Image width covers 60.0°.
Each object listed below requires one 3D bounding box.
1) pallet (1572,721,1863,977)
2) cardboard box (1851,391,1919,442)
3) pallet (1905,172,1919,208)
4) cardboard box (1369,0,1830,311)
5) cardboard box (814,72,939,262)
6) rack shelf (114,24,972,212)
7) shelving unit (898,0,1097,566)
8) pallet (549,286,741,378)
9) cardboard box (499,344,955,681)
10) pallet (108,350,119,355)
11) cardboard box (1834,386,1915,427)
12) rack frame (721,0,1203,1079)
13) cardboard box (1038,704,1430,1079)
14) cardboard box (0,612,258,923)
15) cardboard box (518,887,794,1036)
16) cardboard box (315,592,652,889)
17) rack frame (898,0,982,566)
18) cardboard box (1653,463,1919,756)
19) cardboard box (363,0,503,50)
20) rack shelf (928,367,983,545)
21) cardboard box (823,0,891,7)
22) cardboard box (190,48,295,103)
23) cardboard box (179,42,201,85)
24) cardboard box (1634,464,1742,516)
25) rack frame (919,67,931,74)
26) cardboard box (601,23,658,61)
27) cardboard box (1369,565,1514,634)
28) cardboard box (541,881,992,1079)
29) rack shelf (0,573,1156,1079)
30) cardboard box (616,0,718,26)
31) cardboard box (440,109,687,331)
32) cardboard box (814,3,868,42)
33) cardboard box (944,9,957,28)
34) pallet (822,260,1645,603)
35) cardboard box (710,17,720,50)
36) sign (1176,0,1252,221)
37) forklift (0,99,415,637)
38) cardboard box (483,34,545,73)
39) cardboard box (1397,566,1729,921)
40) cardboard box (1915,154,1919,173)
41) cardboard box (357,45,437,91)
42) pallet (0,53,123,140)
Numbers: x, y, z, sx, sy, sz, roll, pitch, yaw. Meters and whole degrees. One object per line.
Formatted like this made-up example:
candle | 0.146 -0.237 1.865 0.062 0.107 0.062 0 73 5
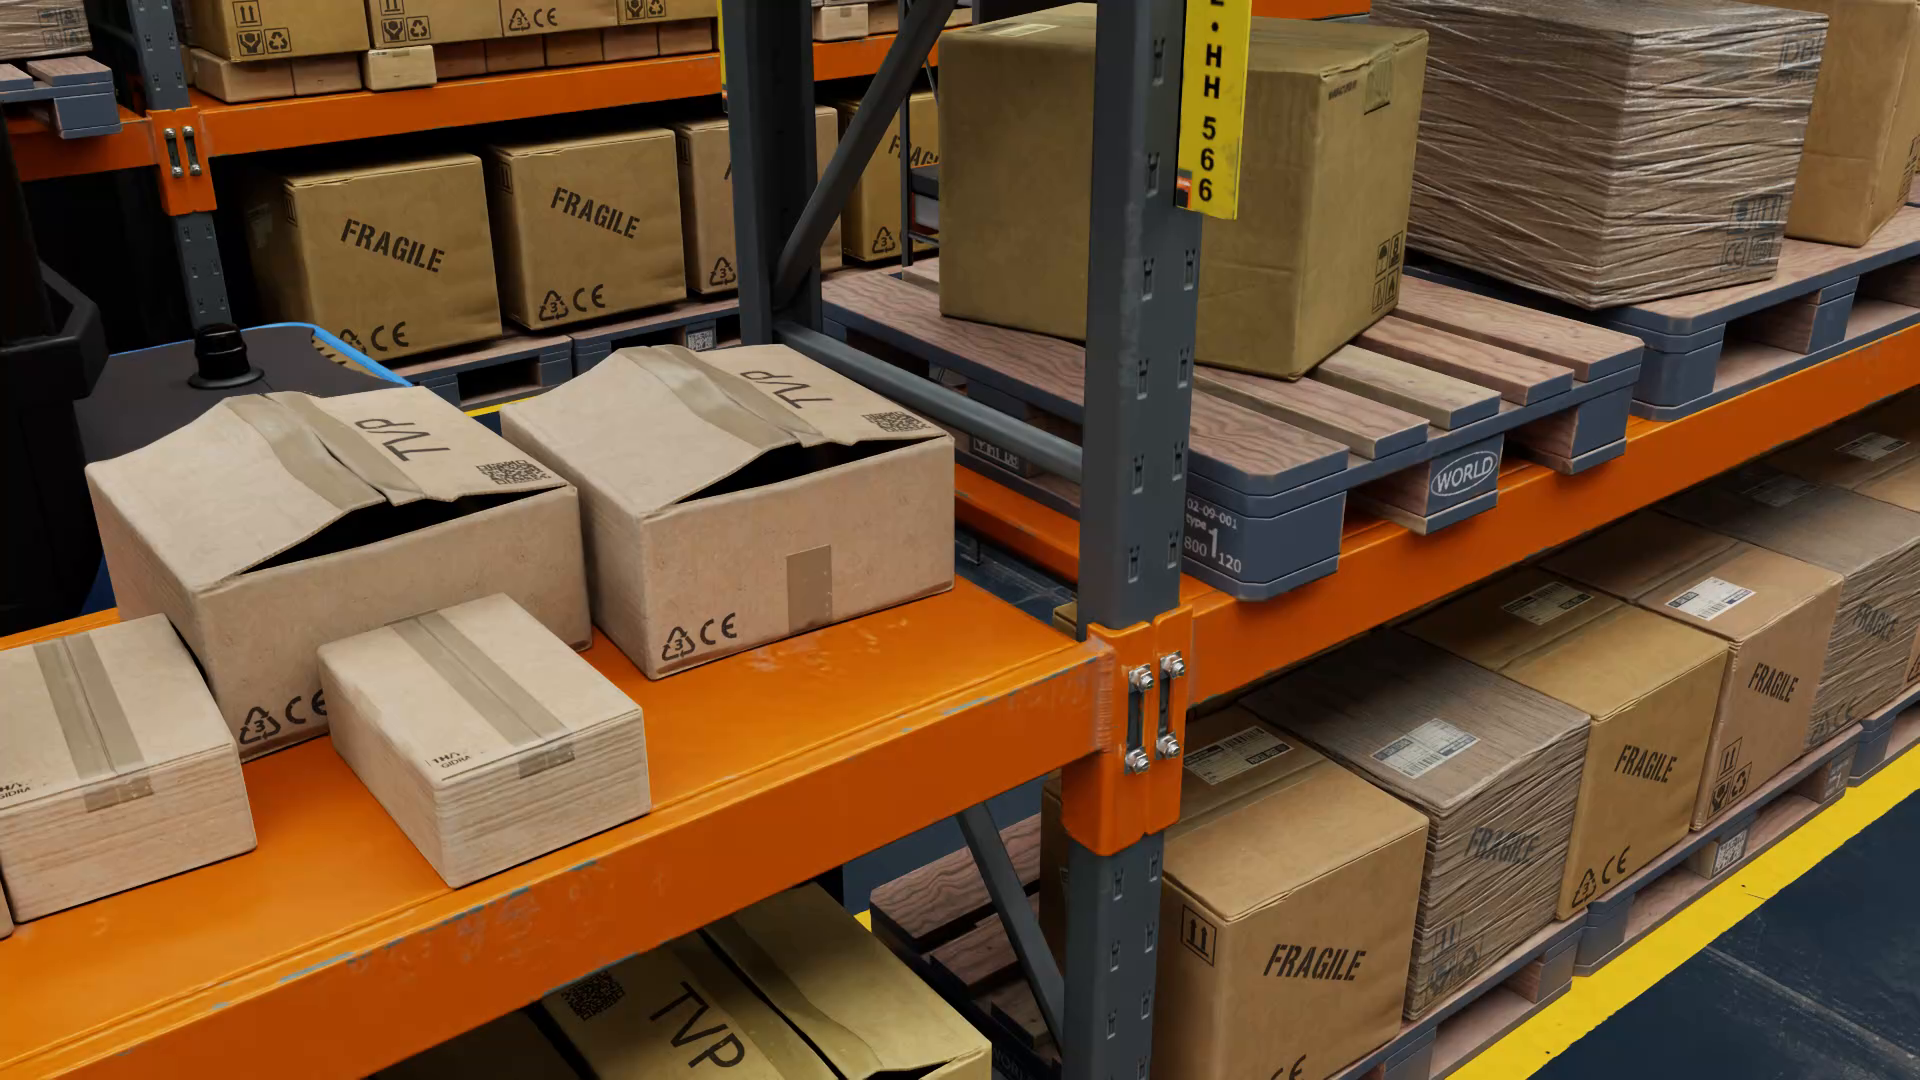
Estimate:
pallet | 1.532 0.555 4.303 1.213 0.211 1.003 -18 31 -34
cardboard box | 2.898 -0.095 4.837 0.500 0.500 0.500 -18 31 -34
pallet | 2.413 -0.993 4.556 1.213 0.211 1.003 -18 31 -34
cardboard box | 1.225 -0.824 3.345 0.500 0.500 0.700 -12 28 -24
cardboard box | -0.382 -1.895 8.326 0.750 0.750 0.750 -18 30 -33
rack shelf | -1.524 -2.046 7.450 4.000 0.370 1.077 -18 31 -34
shelving unit | 0.130 -0.995 5.401 0.503 2.100 0.431 -18 31 -34
pallet | -1.472 -1.083 7.833 1.213 0.211 1.003 -18 31 -34
cardboard box | -0.352 -0.092 2.492 0.500 0.311 0.500 -16 29 -31
pallet | -3.714 -0.386 6.330 1.213 0.211 1.003 -18 31 -34
cardboard box | 2.578 -0.273 5.221 0.500 0.500 0.500 -20 31 -36
rack frame | -0.038 -0.213 2.646 0.127 3.000 1.000 -18 31 -34
cardboard box | 0.496 0.698 3.130 0.500 0.500 0.500 -17 30 -32
cardboard box | -1.007 0.251 1.944 0.250 0.149 0.380 -16 29 -30
cardboard box | -0.632 0.628 2.934 0.500 0.311 0.500 -17 30 -32
cardboard box | -0.576 0.226 1.998 0.250 0.149 0.380 -18 31 -34
rack frame | -0.062 -0.932 5.264 0.015 2.100 0.400 -18 31 -34
cardboard box | 2.109 0.161 4.286 0.500 0.500 0.500 -18 30 -33
cardboard box | -2.140 -2.217 6.467 0.500 0.500 0.500 -17 30 -32
rack shelf | 0.130 -0.348 5.701 0.480 0.518 0.431 -18 31 -34
cardboard box | -0.554 -2.742 7.599 0.500 0.500 0.500 -18 30 -34
cardboard box | -2.696 -1.757 6.247 0.250 0.149 0.380 -19 31 -35
cardboard box | -3.000 -1.918 6.593 0.250 0.149 0.380 -18 30 -33
cardboard box | 1.767 -0.003 4.640 0.500 0.500 0.500 -18 30 -33
rack frame | 0.050 -2.892 8.418 0.127 3.000 1.000 -18 31 -34
cardboard box | -1.496 -2.159 7.113 0.250 0.149 0.380 -18 30 -34
cardboard box | 0.960 0.266 4.060 0.500 0.500 0.500 -20 31 -36
cardboard box | -0.299 0.807 2.549 0.500 0.311 0.500 -17 30 -33
rack shelf | -1.612 0.633 1.678 4.000 0.370 1.077 -18 31 -34
cardboard box | -1.344 -2.483 7.041 0.500 0.500 0.500 -17 30 -33
cardboard box | -1.745 -1.441 7.347 0.750 0.750 0.750 -18 31 -34
cardboard box | -0.629 -2.392 7.615 0.250 0.149 0.380 -18 31 -34
cardboard box | -0.226 -2.532 7.918 0.250 0.149 0.380 -18 30 -33
pallet | 0.452 -0.325 3.115 1.003 0.211 1.213 -18 31 -34
cardboard box | -1.069 -2.290 7.396 0.250 0.149 0.380 -19 31 -35
sign | 0.307 -0.555 2.008 0.005 0.325 0.100 -18 31 -34
forklift | -2.598 -0.408 3.147 3.031 2.935 1.130 -20 31 -36
cardboard box | -1.910 -2.037 6.850 0.250 0.149 0.380 -17 30 -33
cardboard box | 1.302 0.431 3.704 0.500 0.500 0.500 -19 31 -35
cardboard box | 2.096 -1.239 4.239 0.500 0.500 0.700 -13 28 -26
cardboard box | -2.231 -1.860 6.470 0.250 0.149 0.380 -17 30 -32
pallet | -3.593 -1.546 5.745 1.003 0.211 1.213 -18 31 -34
